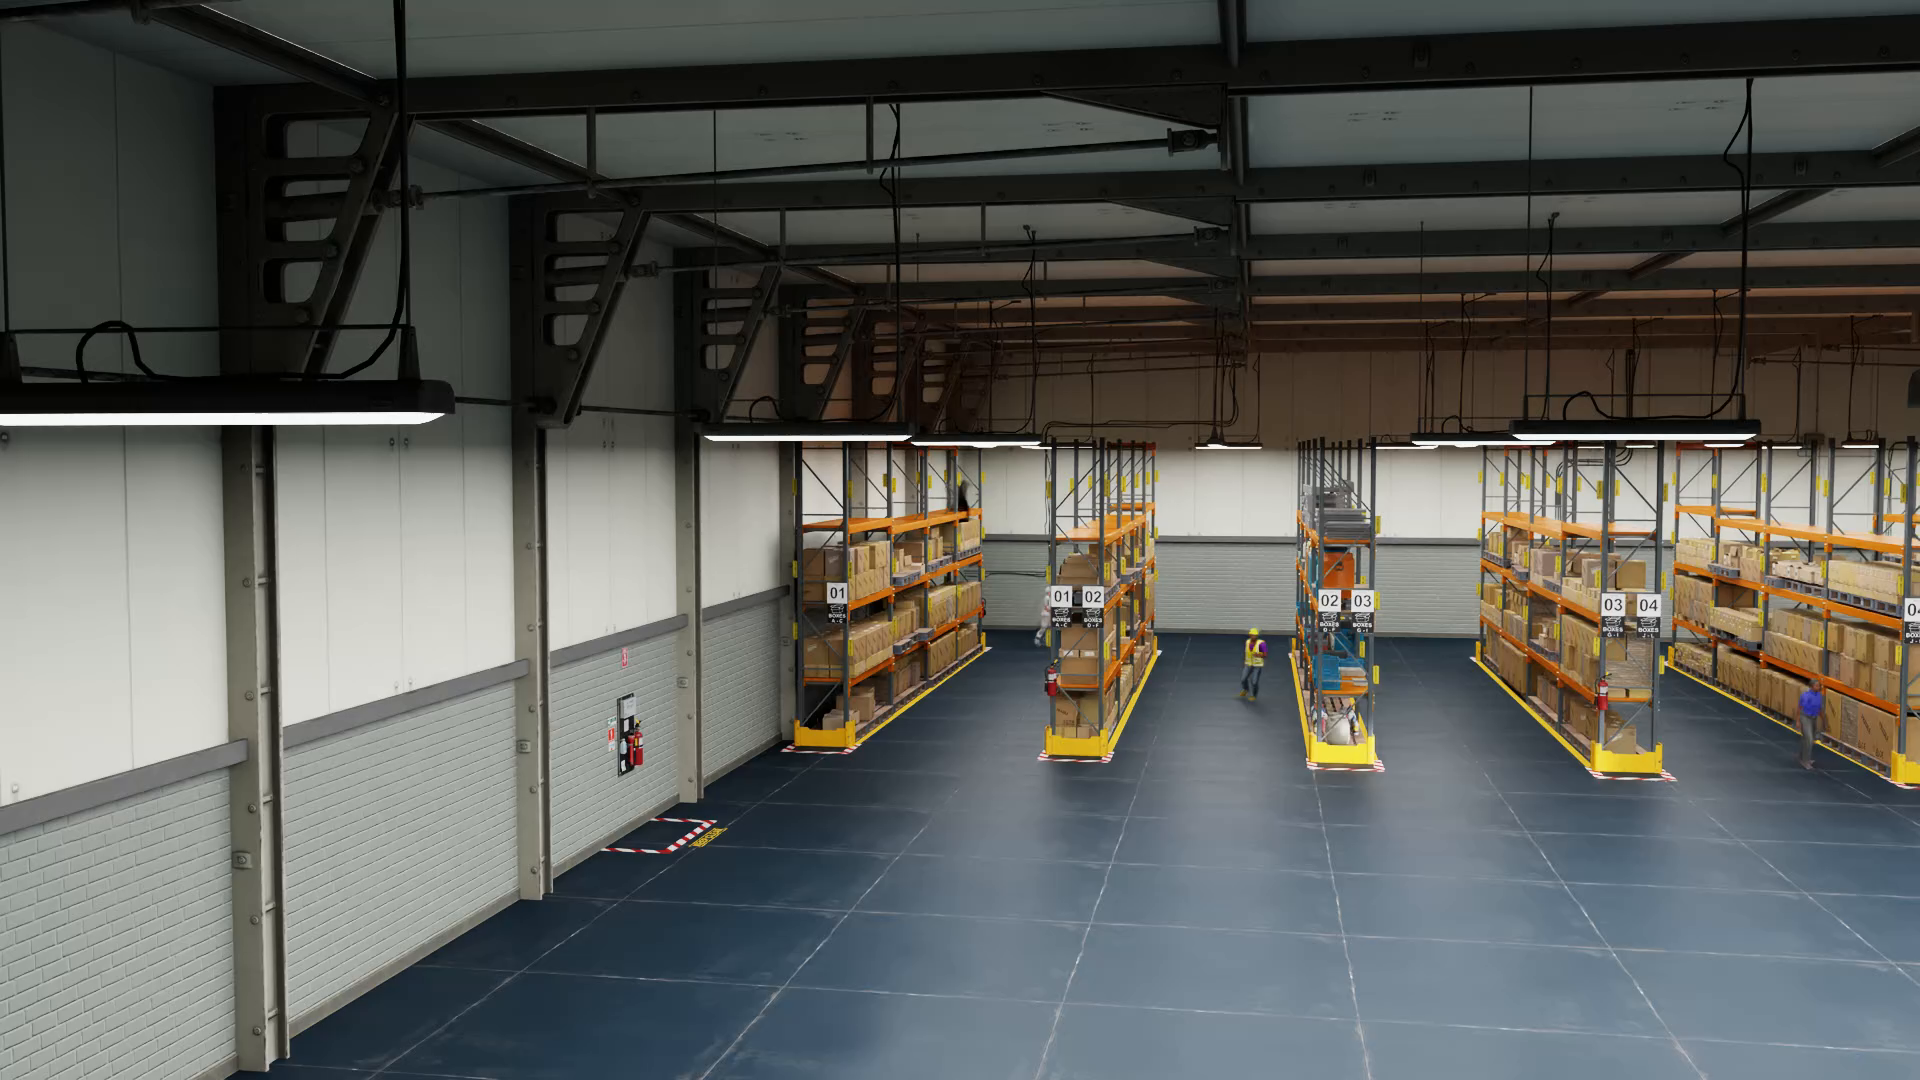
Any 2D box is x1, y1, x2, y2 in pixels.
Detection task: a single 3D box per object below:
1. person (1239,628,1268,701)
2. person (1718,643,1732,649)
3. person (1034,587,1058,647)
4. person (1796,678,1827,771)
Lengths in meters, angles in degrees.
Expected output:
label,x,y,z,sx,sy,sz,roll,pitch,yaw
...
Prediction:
label,x,y,z,sx,sy,sz,roll,pitch,yaw
person,6.706,2.873,38.101,0.732,1.699,0.815,2,3,28
person,20.656,2.500,45.204,0.605,1.665,0.662,1,3,24
person,2.577,2.264,48.713,0.813,1.810,0.692,1,3,20
person,15.414,3.320,30.212,0.674,1.660,0.603,-2,3,-28
